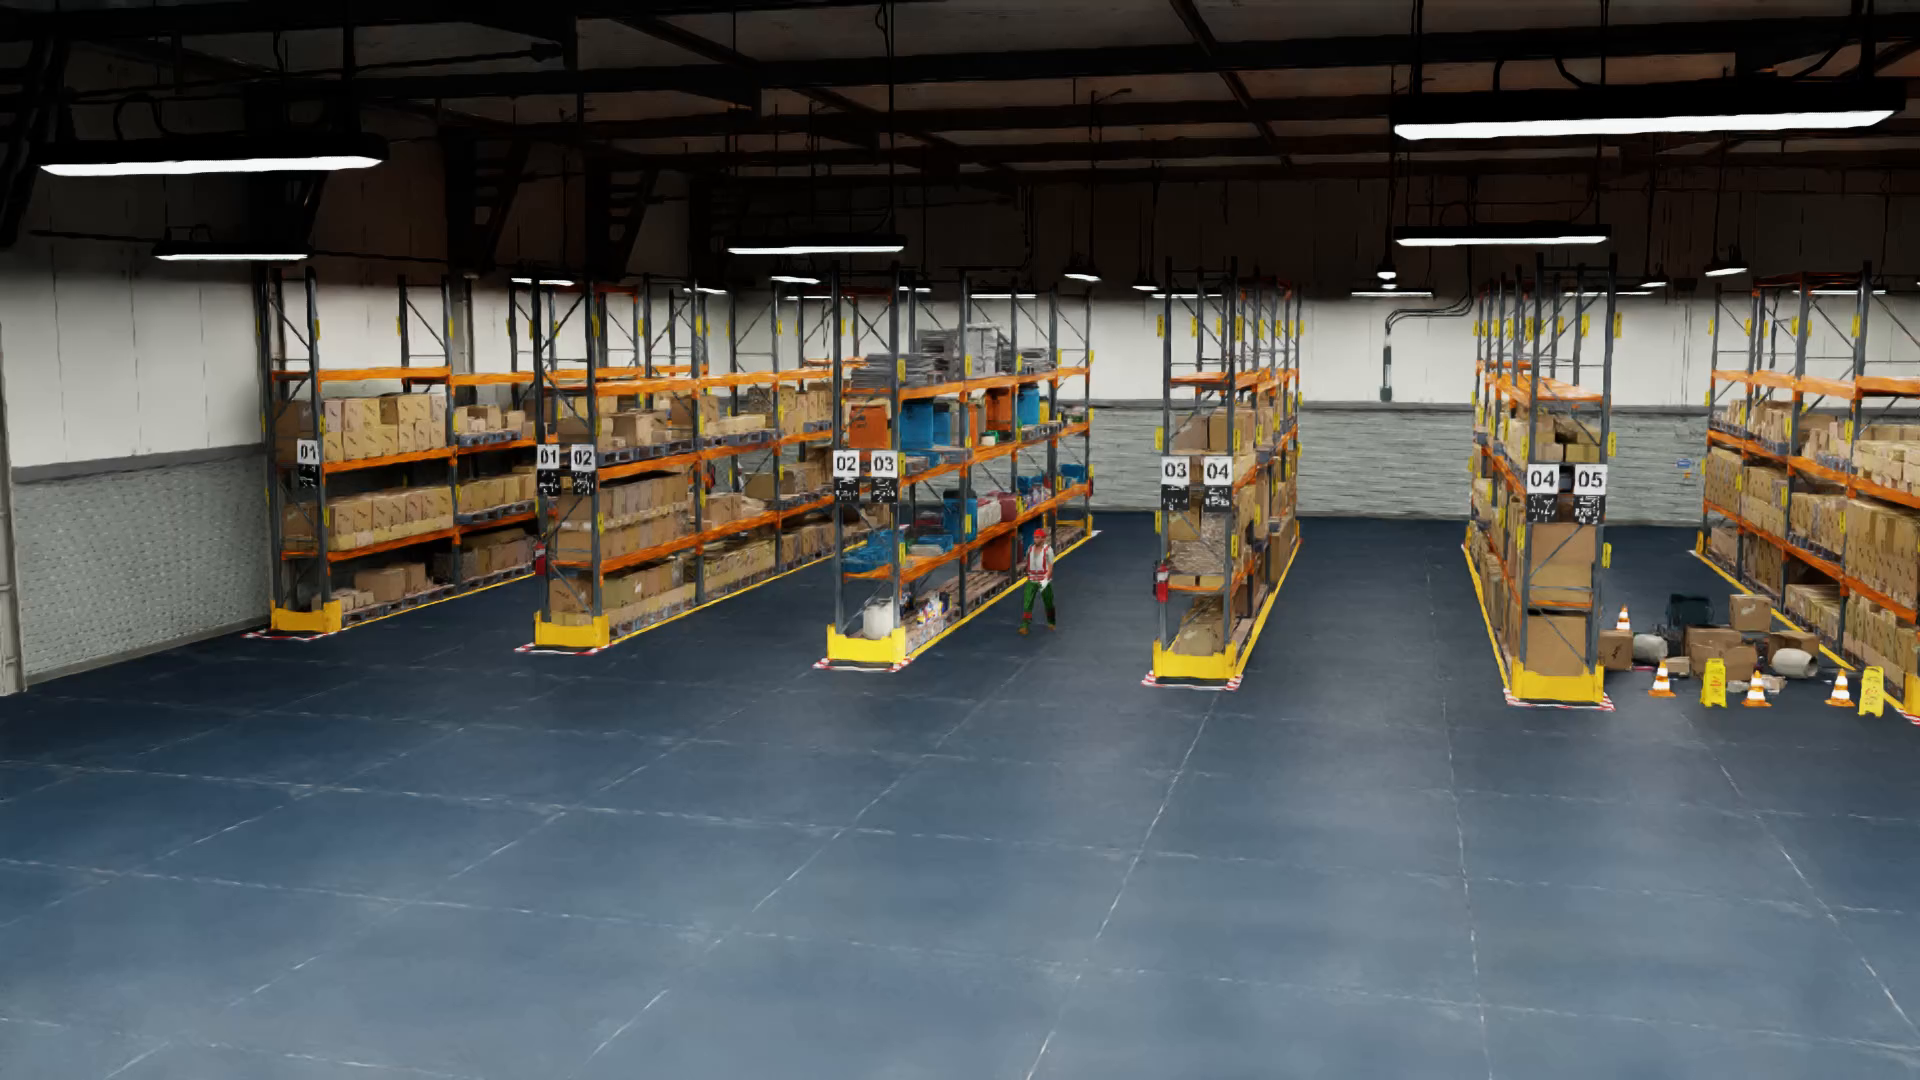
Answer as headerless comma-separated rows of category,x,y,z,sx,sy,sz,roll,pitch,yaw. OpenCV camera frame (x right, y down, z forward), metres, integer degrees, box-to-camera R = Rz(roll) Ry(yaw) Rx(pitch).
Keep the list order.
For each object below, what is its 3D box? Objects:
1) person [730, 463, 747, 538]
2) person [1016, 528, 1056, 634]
person,-5.322,-0.957,39.859,0.407,1.786,0.668,0,7,-2
person,1.300,0.668,27.370,0.533,1.728,1.036,3,8,23
